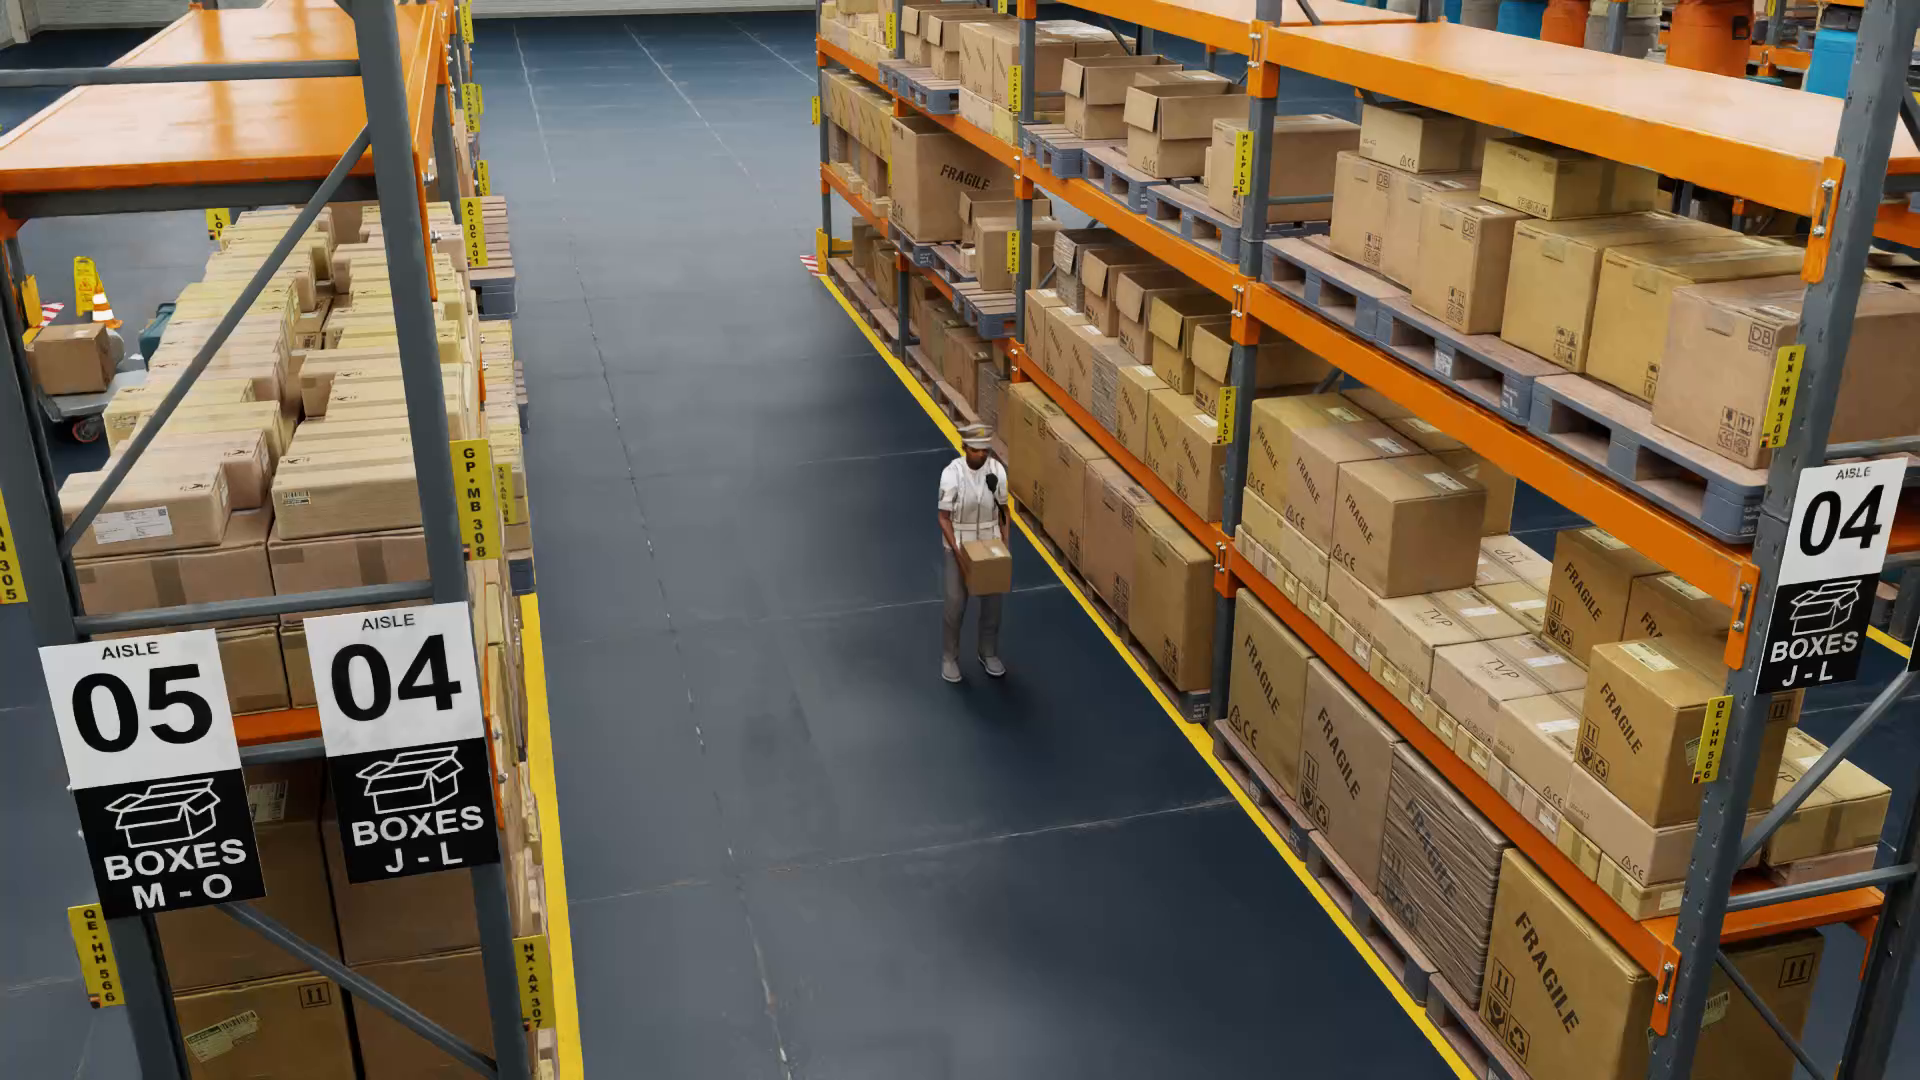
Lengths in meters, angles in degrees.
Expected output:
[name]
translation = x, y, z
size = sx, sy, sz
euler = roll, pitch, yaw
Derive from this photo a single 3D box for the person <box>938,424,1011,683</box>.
[person]
translation = 0.101, 0.070, 10.443
size = 0.475, 1.686, 0.442
euler = -7, 24, -15
